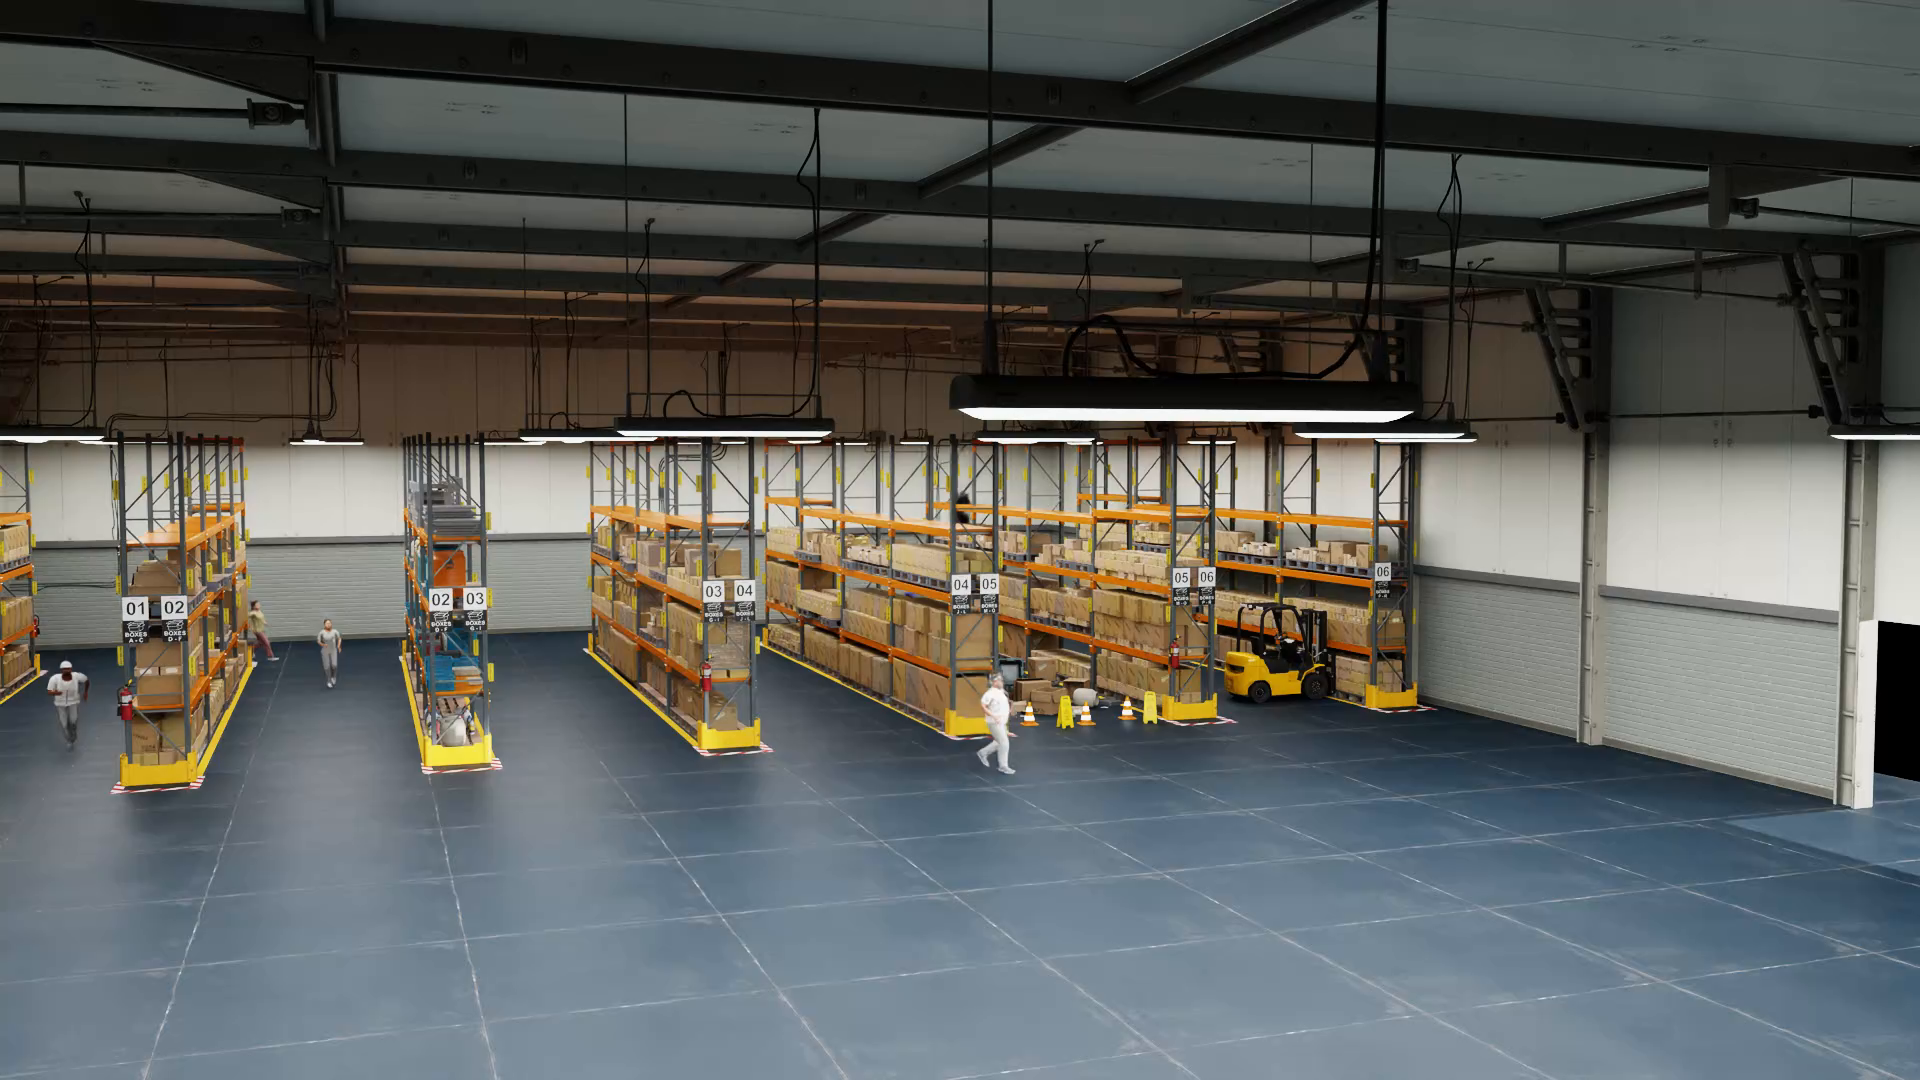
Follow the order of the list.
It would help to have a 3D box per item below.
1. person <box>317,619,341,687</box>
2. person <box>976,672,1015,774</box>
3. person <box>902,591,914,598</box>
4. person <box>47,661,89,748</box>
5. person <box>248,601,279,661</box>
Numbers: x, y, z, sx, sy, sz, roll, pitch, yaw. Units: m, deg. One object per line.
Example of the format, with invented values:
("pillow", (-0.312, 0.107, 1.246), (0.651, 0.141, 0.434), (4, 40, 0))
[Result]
("person", (-15.048, 2.698, 39.708), (0.549, 1.633, 0.582), (-1, 3, -25))
("person", (0.635, 3.214, 29.360), (0.740, 1.780, 0.670), (1, 3, 22))
("person", (-1.647, 2.087, 51.199), (0.634, 1.636, 0.650), (0, 3, -4))
("person", (-16.858, 3.119, 31.447), (0.684, 1.687, 0.762), (-1, 3, -24))
("person", (-18.765, 2.431, 44.479), (0.929, 1.623, 0.634), (0, 3, 4))
